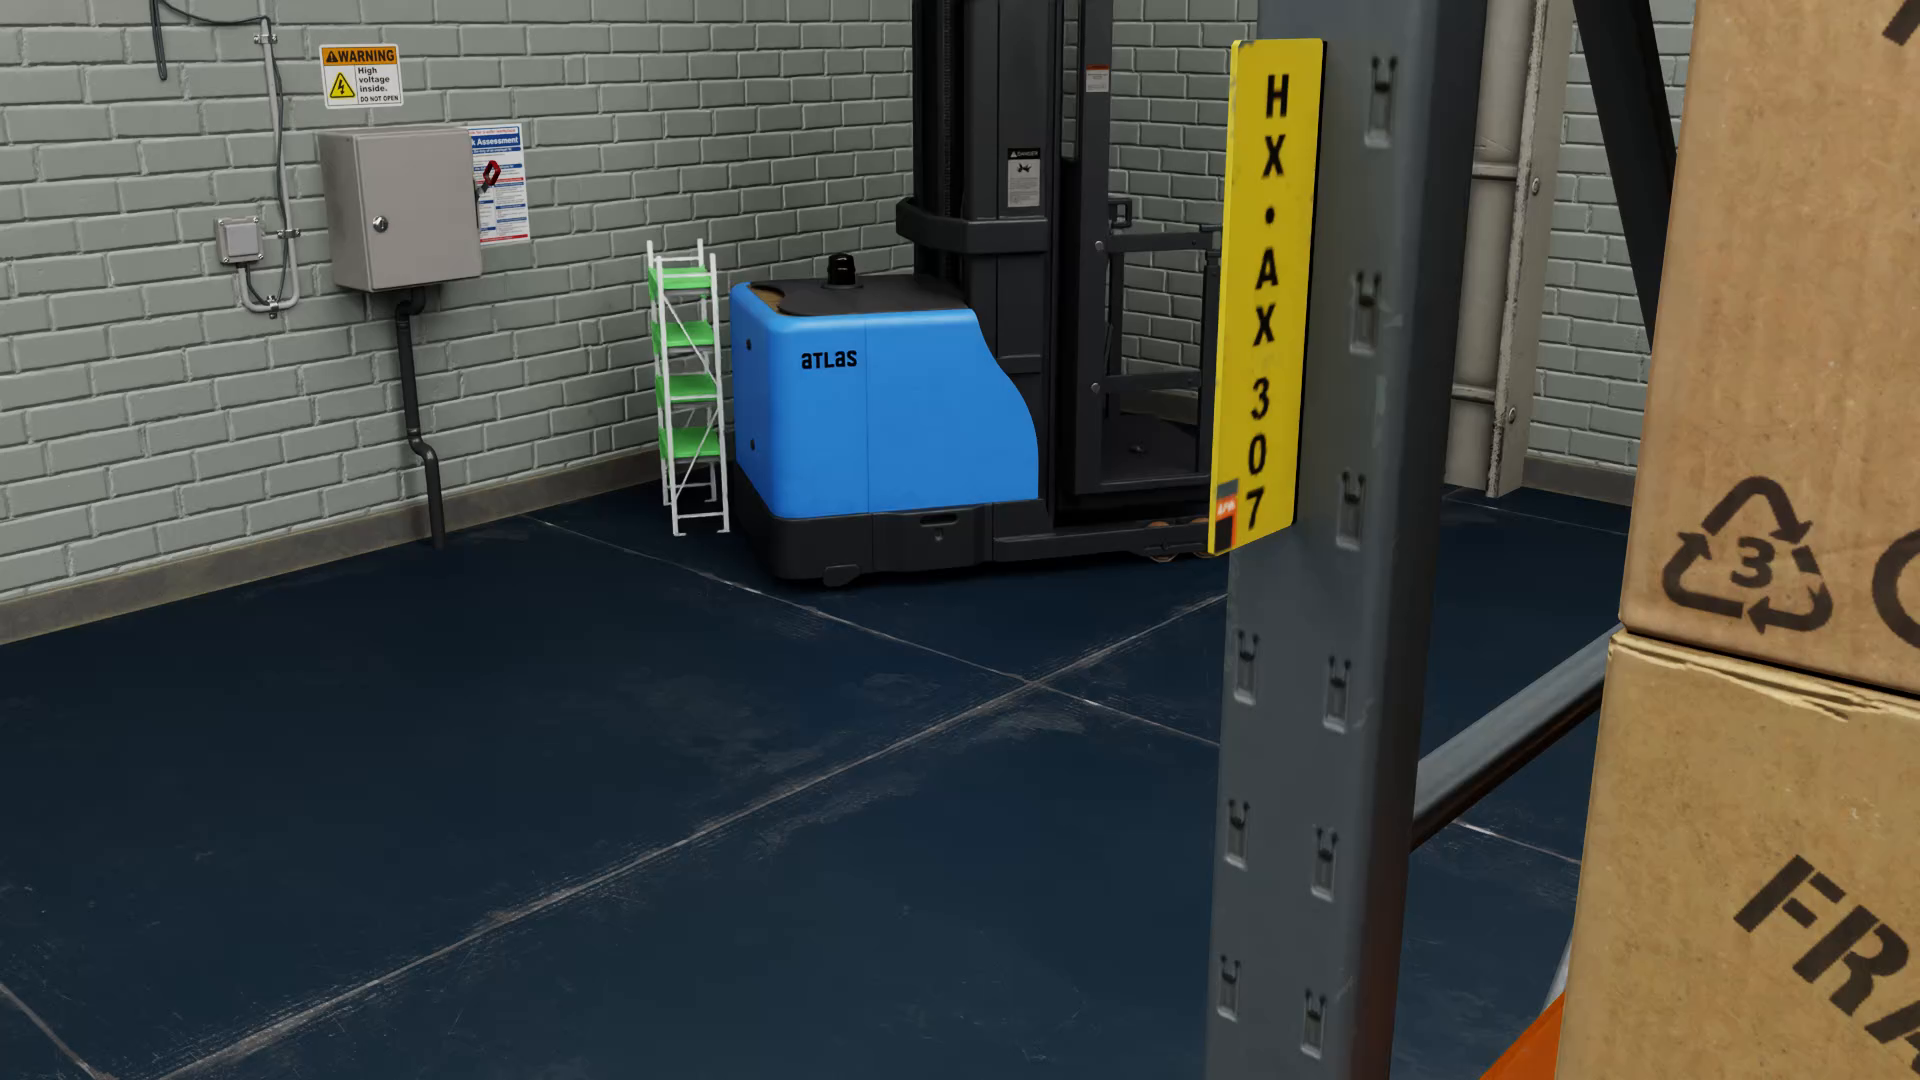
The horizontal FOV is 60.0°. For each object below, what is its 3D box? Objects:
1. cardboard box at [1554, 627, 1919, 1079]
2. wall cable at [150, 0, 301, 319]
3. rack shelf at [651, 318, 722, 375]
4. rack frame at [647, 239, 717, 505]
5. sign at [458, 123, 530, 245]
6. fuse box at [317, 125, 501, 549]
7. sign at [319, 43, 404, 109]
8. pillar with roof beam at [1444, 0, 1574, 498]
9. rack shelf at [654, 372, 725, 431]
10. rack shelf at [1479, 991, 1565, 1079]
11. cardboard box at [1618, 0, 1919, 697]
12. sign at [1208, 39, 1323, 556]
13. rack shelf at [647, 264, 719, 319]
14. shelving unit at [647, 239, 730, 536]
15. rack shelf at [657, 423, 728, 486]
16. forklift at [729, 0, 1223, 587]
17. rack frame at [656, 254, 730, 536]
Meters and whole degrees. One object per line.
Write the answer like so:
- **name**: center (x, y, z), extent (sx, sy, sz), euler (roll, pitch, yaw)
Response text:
- **cardboard box**: center (0.739, 0.284, 1.091), extent (0.500, 0.500, 0.500), euler (15, 23, 39)
- **wall cable**: center (-2.730, -1.764, 6.030), extent (0.122, 1.984, 0.588), euler (15, 23, 39)
- **rack shelf**: center (-1.185, -0.839, 7.185), extent (0.258, 0.148, 0.480), euler (-5, 18, -14)
- **rack frame**: center (-1.245, -0.742, 7.464), extent (0.240, 1.200, 0.015), euler (-5, 18, -14)
- **sign**: center (-1.986, -1.510, 7.068), extent (0.001, 0.494, 0.329), euler (15, 23, 39)
- **fuse box**: center (-2.159, -0.788, 6.766), extent (0.414, 1.711, 0.539), euler (15, 23, 39)
- **sign**: center (-2.350, -1.825, 6.538), extent (0.001, 0.242, 0.339), euler (15, 23, 39)
- **pillar with roof beam**: center (-0.413, -3.584, 3.528), extent (0.400, 9.000, 9.100), euler (15, 23, 39)
- **rack shelf**: center (-1.183, -0.610, 7.258), extent (0.258, 0.148, 0.480), euler (-5, 18, -14)
- **rack shelf**: center (2.067, 0.915, 0.458), extent (4.000, 0.370, 1.077), euler (15, 23, 39)
- **cardboard box**: center (0.741, -0.193, 0.942), extent (0.500, 0.500, 0.500), euler (14, 23, 38)
- **sign**: center (0.198, -0.155, 1.080), extent (0.005, 0.325, 0.100), euler (15, 23, 39)
- **rack shelf**: center (-1.187, -1.067, 7.112), extent (0.258, 0.148, 0.480), euler (-5, 18, -14)
- **shelving unit**: center (-1.184, -0.671, 7.239), extent (0.258, 1.200, 0.503), euler (-5, 18, -14)
- **rack shelf**: center (-1.181, -0.381, 7.331), extent (0.258, 0.148, 0.480), euler (-5, 18, -14)
- **forklift**: center (0.596, -1.451, 6.840), extent (3.031, 2.935, 1.130), euler (-5, 18, -16)
- **rack frame**: center (-1.123, -0.599, 7.013), extent (0.240, 1.200, 0.015), euler (-5, 18, -14)
